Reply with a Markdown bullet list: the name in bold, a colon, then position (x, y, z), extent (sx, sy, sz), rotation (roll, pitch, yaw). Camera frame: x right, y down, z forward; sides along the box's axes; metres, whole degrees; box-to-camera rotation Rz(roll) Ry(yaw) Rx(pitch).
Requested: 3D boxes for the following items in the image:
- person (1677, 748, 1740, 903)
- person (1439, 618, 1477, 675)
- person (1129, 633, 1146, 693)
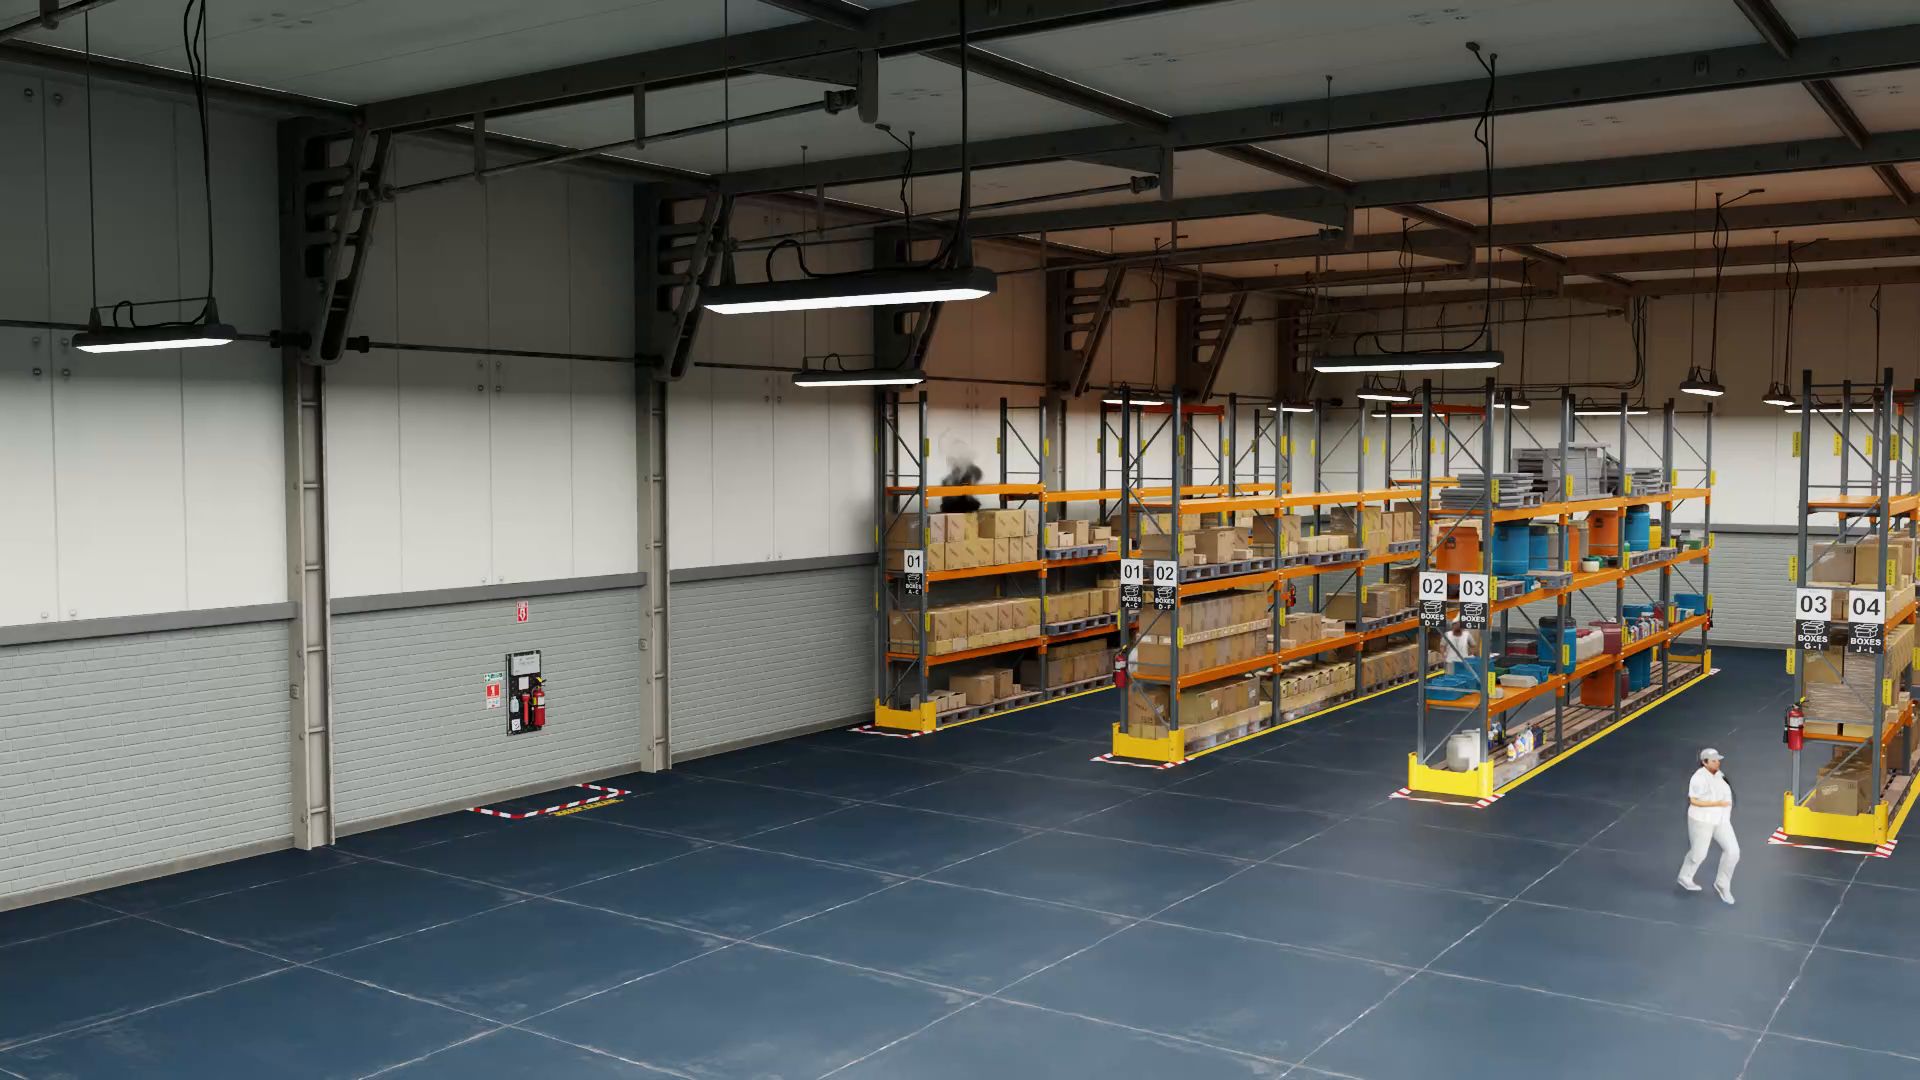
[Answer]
- **person**: position (8.304, 3.161, 18.444), extent (0.583, 1.724, 0.742), rotation (-1, 3, -20)
- **person**: position (9.544, 2.358, 31.904), extent (0.688, 1.752, 0.727), rotation (1, 3, 24)
- **person**: position (3.222, 2.503, 30.178), extent (0.645, 1.657, 0.698), rotation (2, 4, 38)
